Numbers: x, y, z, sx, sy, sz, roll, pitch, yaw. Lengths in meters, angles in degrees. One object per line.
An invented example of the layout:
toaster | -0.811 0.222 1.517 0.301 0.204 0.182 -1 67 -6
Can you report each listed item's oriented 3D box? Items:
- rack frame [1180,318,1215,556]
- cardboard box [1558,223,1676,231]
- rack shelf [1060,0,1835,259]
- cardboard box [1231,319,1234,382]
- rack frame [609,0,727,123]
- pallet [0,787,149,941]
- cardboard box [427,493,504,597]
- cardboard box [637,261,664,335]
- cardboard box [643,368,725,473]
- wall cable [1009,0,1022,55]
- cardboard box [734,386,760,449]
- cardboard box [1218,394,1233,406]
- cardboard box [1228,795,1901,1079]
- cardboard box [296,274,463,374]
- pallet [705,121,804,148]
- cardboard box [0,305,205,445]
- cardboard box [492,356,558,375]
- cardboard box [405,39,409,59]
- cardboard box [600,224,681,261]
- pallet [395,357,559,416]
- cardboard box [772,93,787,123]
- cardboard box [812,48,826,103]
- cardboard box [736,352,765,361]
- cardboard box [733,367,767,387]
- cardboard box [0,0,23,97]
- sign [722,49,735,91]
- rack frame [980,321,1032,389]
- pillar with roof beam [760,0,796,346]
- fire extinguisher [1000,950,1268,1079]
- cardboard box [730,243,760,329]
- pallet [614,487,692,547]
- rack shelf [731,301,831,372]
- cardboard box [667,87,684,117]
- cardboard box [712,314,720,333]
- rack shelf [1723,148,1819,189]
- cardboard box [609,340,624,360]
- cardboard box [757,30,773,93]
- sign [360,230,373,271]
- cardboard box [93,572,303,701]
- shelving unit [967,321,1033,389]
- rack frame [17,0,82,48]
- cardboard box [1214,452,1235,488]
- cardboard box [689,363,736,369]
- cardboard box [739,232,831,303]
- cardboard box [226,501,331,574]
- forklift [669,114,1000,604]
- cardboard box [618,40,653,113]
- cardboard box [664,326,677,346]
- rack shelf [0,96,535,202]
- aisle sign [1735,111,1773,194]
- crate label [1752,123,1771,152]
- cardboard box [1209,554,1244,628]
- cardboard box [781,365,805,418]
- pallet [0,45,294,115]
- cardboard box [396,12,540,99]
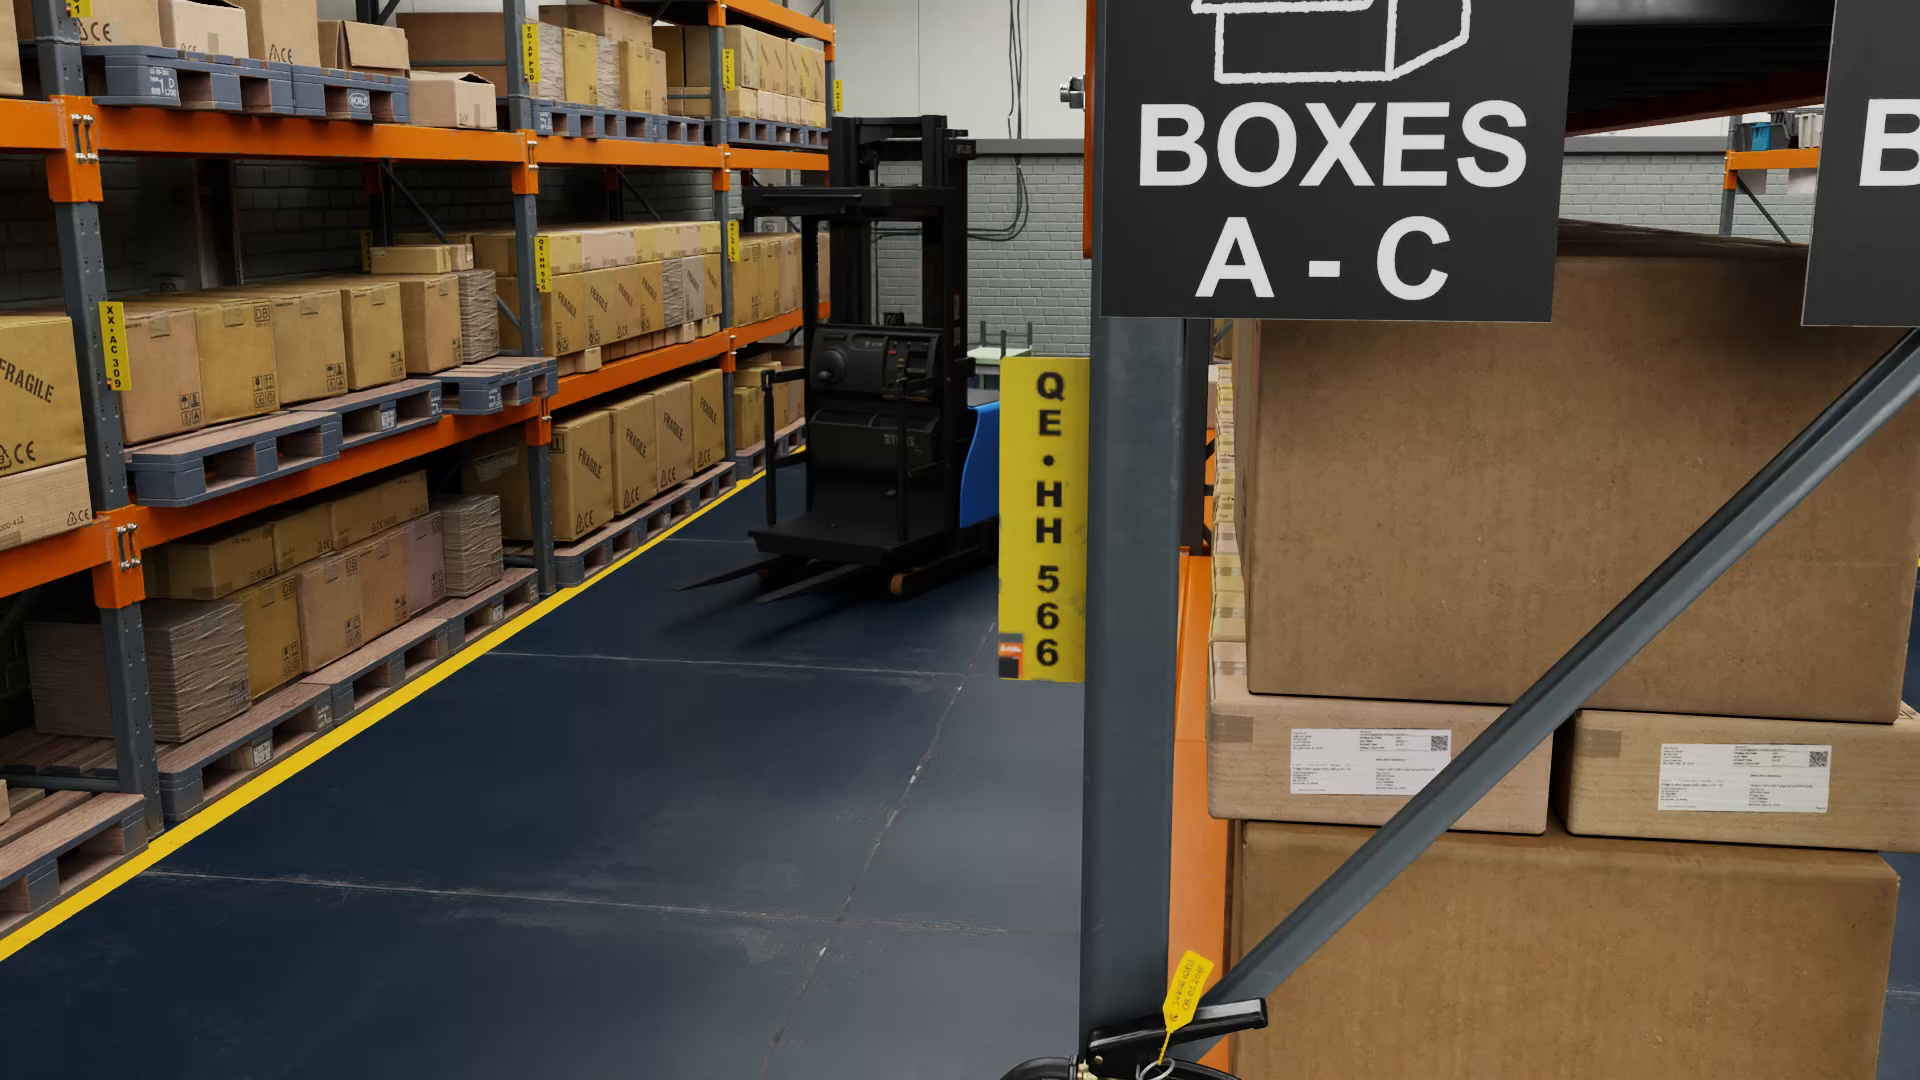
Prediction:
rack frame | 1.238 -0.148 5.559 1.000 3.000 0.127 2 12 9
cardboard box | 0.867 -0.321 3.044 0.700 0.500 0.500 2 12 9
rack shelf | 0.930 -0.846 3.387 1.077 0.370 4.000 2 12 9
cardboard box | 1.176 -0.738 4.982 0.700 0.500 0.500 2 12 9
rack frame | -2.427 -4.905 13.395 1.000 3.000 0.127 2 12 9
pallet | -3.726 1.197 5.940 1.003 0.211 1.213 2 12 9
cardboard box | -3.102 0.018 9.677 0.700 0.500 0.500 2 12 9
cardboard box | -2.475 -1.758 12.038 0.500 0.500 0.500 2 12 10
cardboard box | -2.399 -0.988 13.562 0.750 0.750 0.750 2 12 9
wall cable | 2.084 -7.767 22.057 3.097 2.526 0.112 2 12 9
cardboard box | -2.211 -1.108 14.953 0.700 0.500 0.500 2 12 9
cardboard box | 0.890 -0.303 4.504 0.380 0.149 0.250 2 12 8
cardboard box | 0.707 0.539 2.134 0.700 0.500 0.500 2 12 9
cardboard box | -3.164 -1.189 9.107 0.700 0.500 0.500 1 12 3
pallet | -2.101 -3.819 15.684 1.003 0.211 1.213 2 12 9
cardboard box | -3.546 -0.676 6.729 0.700 0.500 0.500 2 12 9
cardboard box | -2.763 -1.088 10.471 0.380 0.149 0.250 2 12 8
cardboard box | -3.380 -2.523 9.174 0.500 0.500 0.500 2 12 9
cardboard box | -2.413 -2.226 12.430 0.500 0.250 0.500 2 12 10
pallet | -3.047 -0.895 9.479 1.213 0.211 1.003 2 12 9
cardboard box | -1.896 -3.968 15.287 0.500 0.250 0.500 2 12 7
cardboard box | -1.655 -4.658 16.709 0.500 0.500 0.500 2 12 8
cardboard box | -2.154 -1.779 16.524 0.380 0.149 0.250 2 12 9
cardboard box | -1.978 -1.491 15.188 0.380 0.149 0.250 2 12 11
cardboard box | -3.491 -1.719 5.444 0.500 0.500 0.500 2 12 10
sign | -1.890 -3.830 13.551 0.100 0.325 0.005 2 12 9
rack frame | 0.349 -0.913 12.668 0.400 1.500 0.023 4 13 17
pillar with roof beam | 2.002 -6.189 19.350 9.100 9.000 0.400 2 12 9
fire extinguisher | 0.145 0.732 1.659 0.296 0.674 0.183 2 12 9
cardboard box | -2.328 -2.232 14.517 0.980 0.700 0.700 2 12 10
pallet | -2.657 -0.192 12.383 1.003 0.211 1.213 2 12 9
rack shelf | -2.120 -2.037 16.035 1.077 0.370 4.000 2 12 9
cardboard box | -2.554 -3.770 14.369 0.500 0.250 0.500 2 12 9
cardboard box | -2.199 -1.780 13.683 0.380 0.149 0.250 2 12 9
rack shelf | 7.670 -3.183 14.229 1.077 0.370 4.000 2 12 9
cardboard box | -2.593 -1.357 11.718 0.380 0.149 0.250 2 12 10
cardboard box | -1.968 -4.233 14.737 0.500 0.500 0.500 2 12 7
sign | -3.591 -1.723 10.122 0.100 0.325 0.005 2 12 9
cardboard box | -3.531 0.436 7.737 0.700 0.500 0.500 2 12 8
shelving unit | 0.242 -0.839 12.325 0.431 1.500 0.755 4 13 17
rack frame | -3.658 -3.240 5.668 1.000 3.000 0.127 2 12 9
cardboard box | 0.730 -0.090 3.512 0.380 0.149 0.250 2 12 8
cardboard box | -2.310 -1.566 15.539 0.380 0.149 0.250 1 12 7
cardboard box | -1.881 -2.846 17.365 0.980 0.700 0.700 2 12 11
cardboard box | -3.420 -0.021 8.080 0.500 0.250 0.500 2 12 7
forklift | -0.656 -1.176 10.495 1.130 2.935 3.031 7 14 29
cardboard box | -2.693 -3.405 12.273 0.700 0.500 0.500 2 12 8
cardboard box | -2.385 -1.569 12.702 0.380 0.149 0.250 2 12 9
rack shelf | -3.350 -1.838 7.992 1.077 0.370 4.000 2 12 9
aisle sign | 7.695 -3.780 16.242 0.394 0.787 0.004 2 12 9
crate label | 7.516 -3.696 15.259 0.408 0.251 0.502 2 12 9
cardboard box | 0.571 0.126 2.514 0.380 0.149 0.250 2 12 8
cardboard box | -1.898 -1.536 16.936 0.700 0.500 0.500 2 12 8
pallet | -3.457 -1.807 6.584 1.213 0.211 1.003 2 12 9
cardboard box | -3.026 -2.971 10.259 0.700 0.500 0.500 1 12 4
